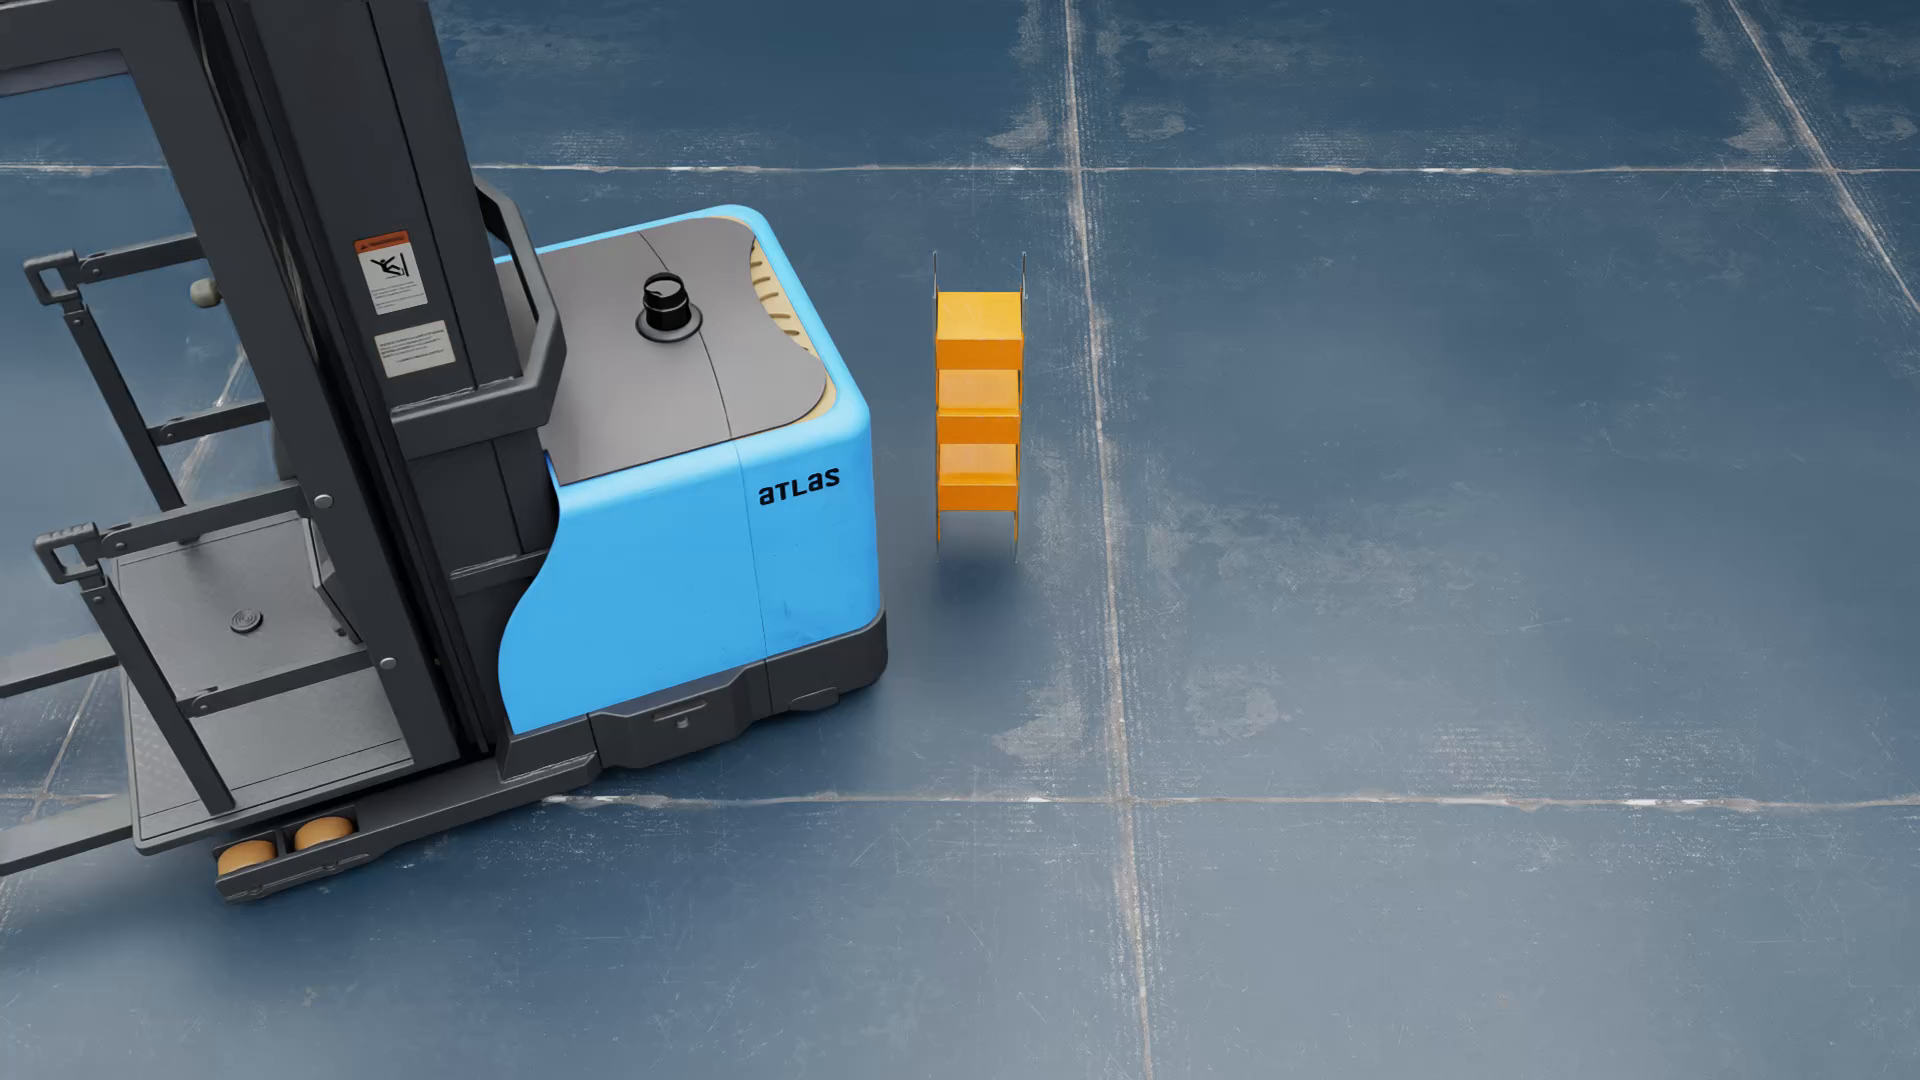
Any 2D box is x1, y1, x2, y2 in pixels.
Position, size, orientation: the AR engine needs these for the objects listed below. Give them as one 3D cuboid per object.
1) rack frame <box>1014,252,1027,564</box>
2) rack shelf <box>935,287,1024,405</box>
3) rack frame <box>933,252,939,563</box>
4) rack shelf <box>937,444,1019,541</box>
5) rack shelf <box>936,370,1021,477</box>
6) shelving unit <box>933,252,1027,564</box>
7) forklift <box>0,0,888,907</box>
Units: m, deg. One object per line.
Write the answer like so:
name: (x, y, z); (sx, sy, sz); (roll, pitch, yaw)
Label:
rack frame: (0.176, -0.357, 4.865); (0.008, 1.050, 0.200); (0, 47, 0)
rack shelf: (0.054, -0.544, 4.666); (0.240, 0.259, 0.215); (0, 47, 0)
rack frame: (-0.068, -0.358, 4.866); (0.008, 1.050, 0.200); (0, 47, 0)
rack shelf: (0.054, -0.161, 5.077); (0.240, 0.259, 0.215); (0, 47, 0)
rack shelf: (0.054, -0.350, 4.873); (0.240, 0.259, 0.215); (0, 47, 0)
shelving unit: (0.054, -0.358, 4.866); (0.252, 1.050, 0.215); (0, 47, 0)
forklift: (-1.778, -0.496, 3.710); (3.031, 2.935, 1.130); (-17, 49, -15)
